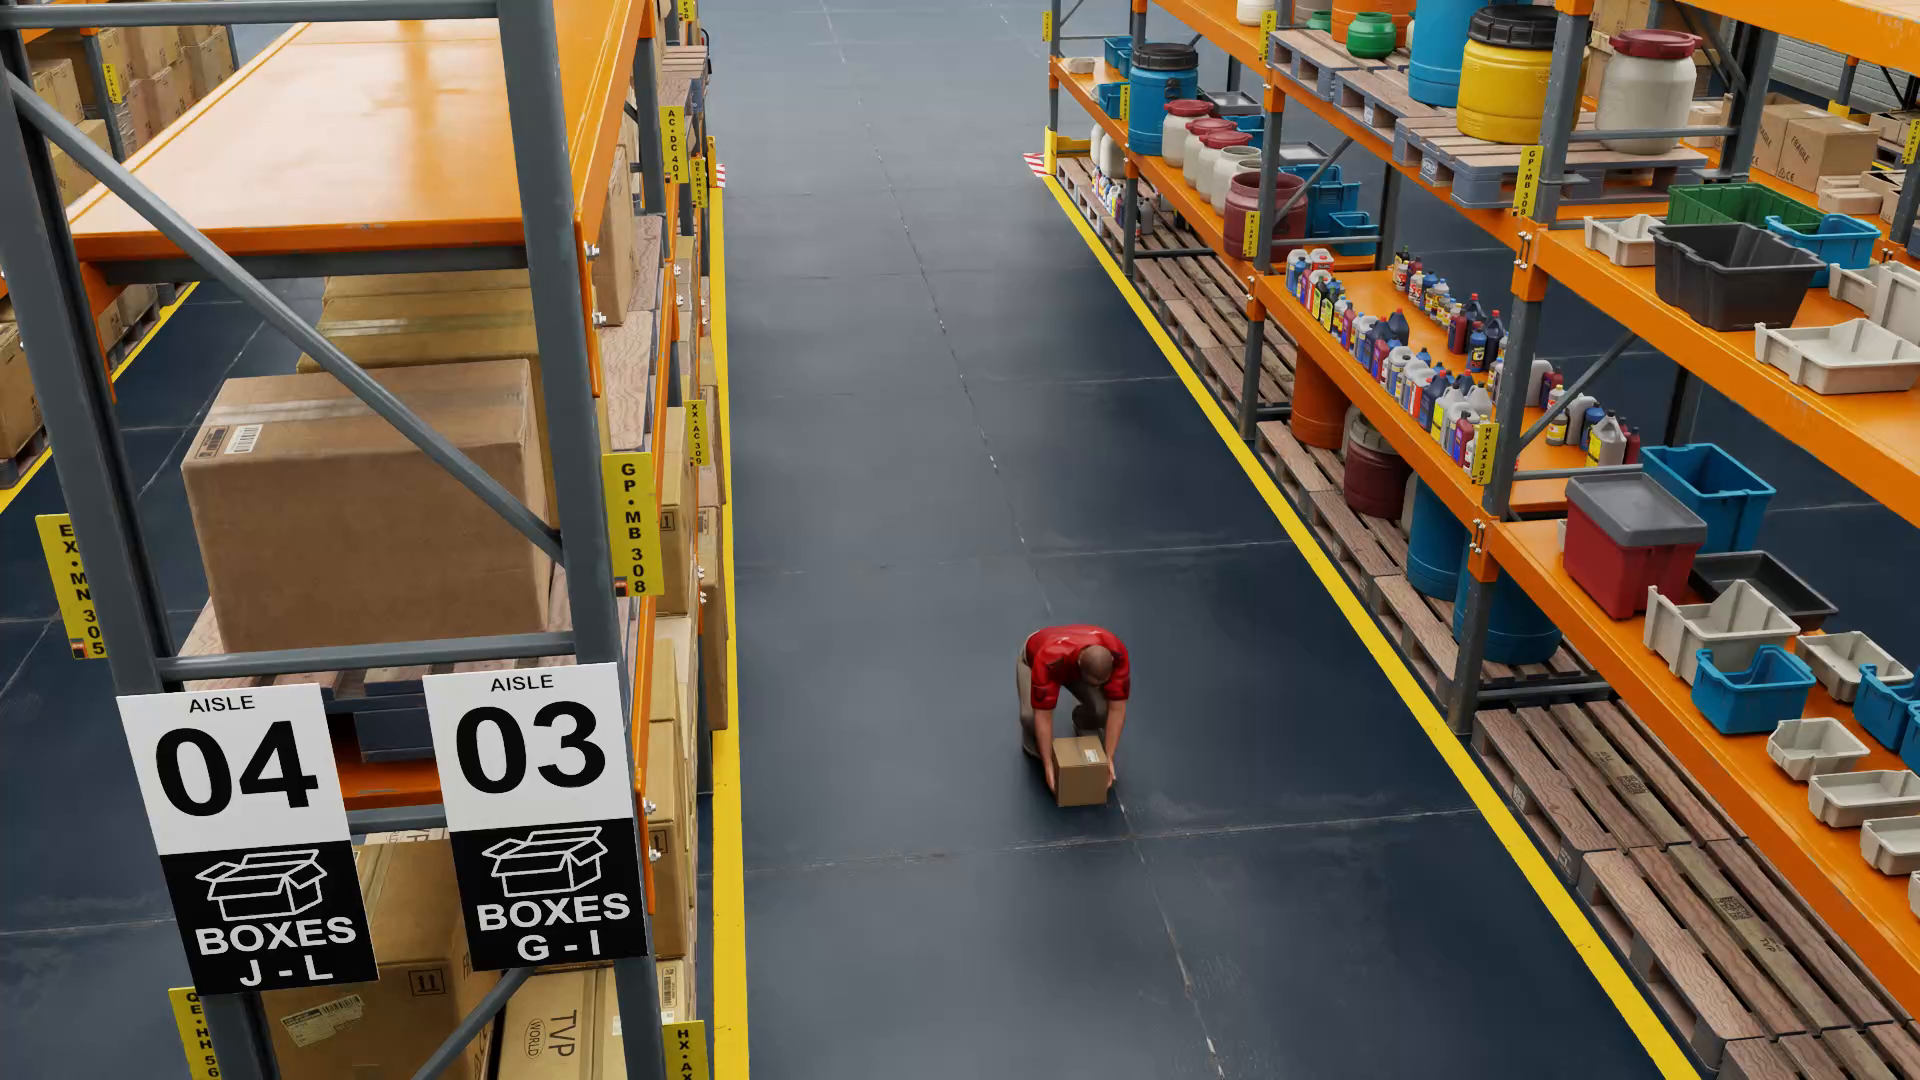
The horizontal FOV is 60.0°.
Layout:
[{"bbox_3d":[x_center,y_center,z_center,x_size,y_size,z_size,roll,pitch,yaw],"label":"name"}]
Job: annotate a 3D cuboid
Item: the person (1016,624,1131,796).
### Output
[{"bbox_3d":[0.572,0.759,8.603,0.553,0.856,0.860,-4,27,-7],"label":"person"}]
